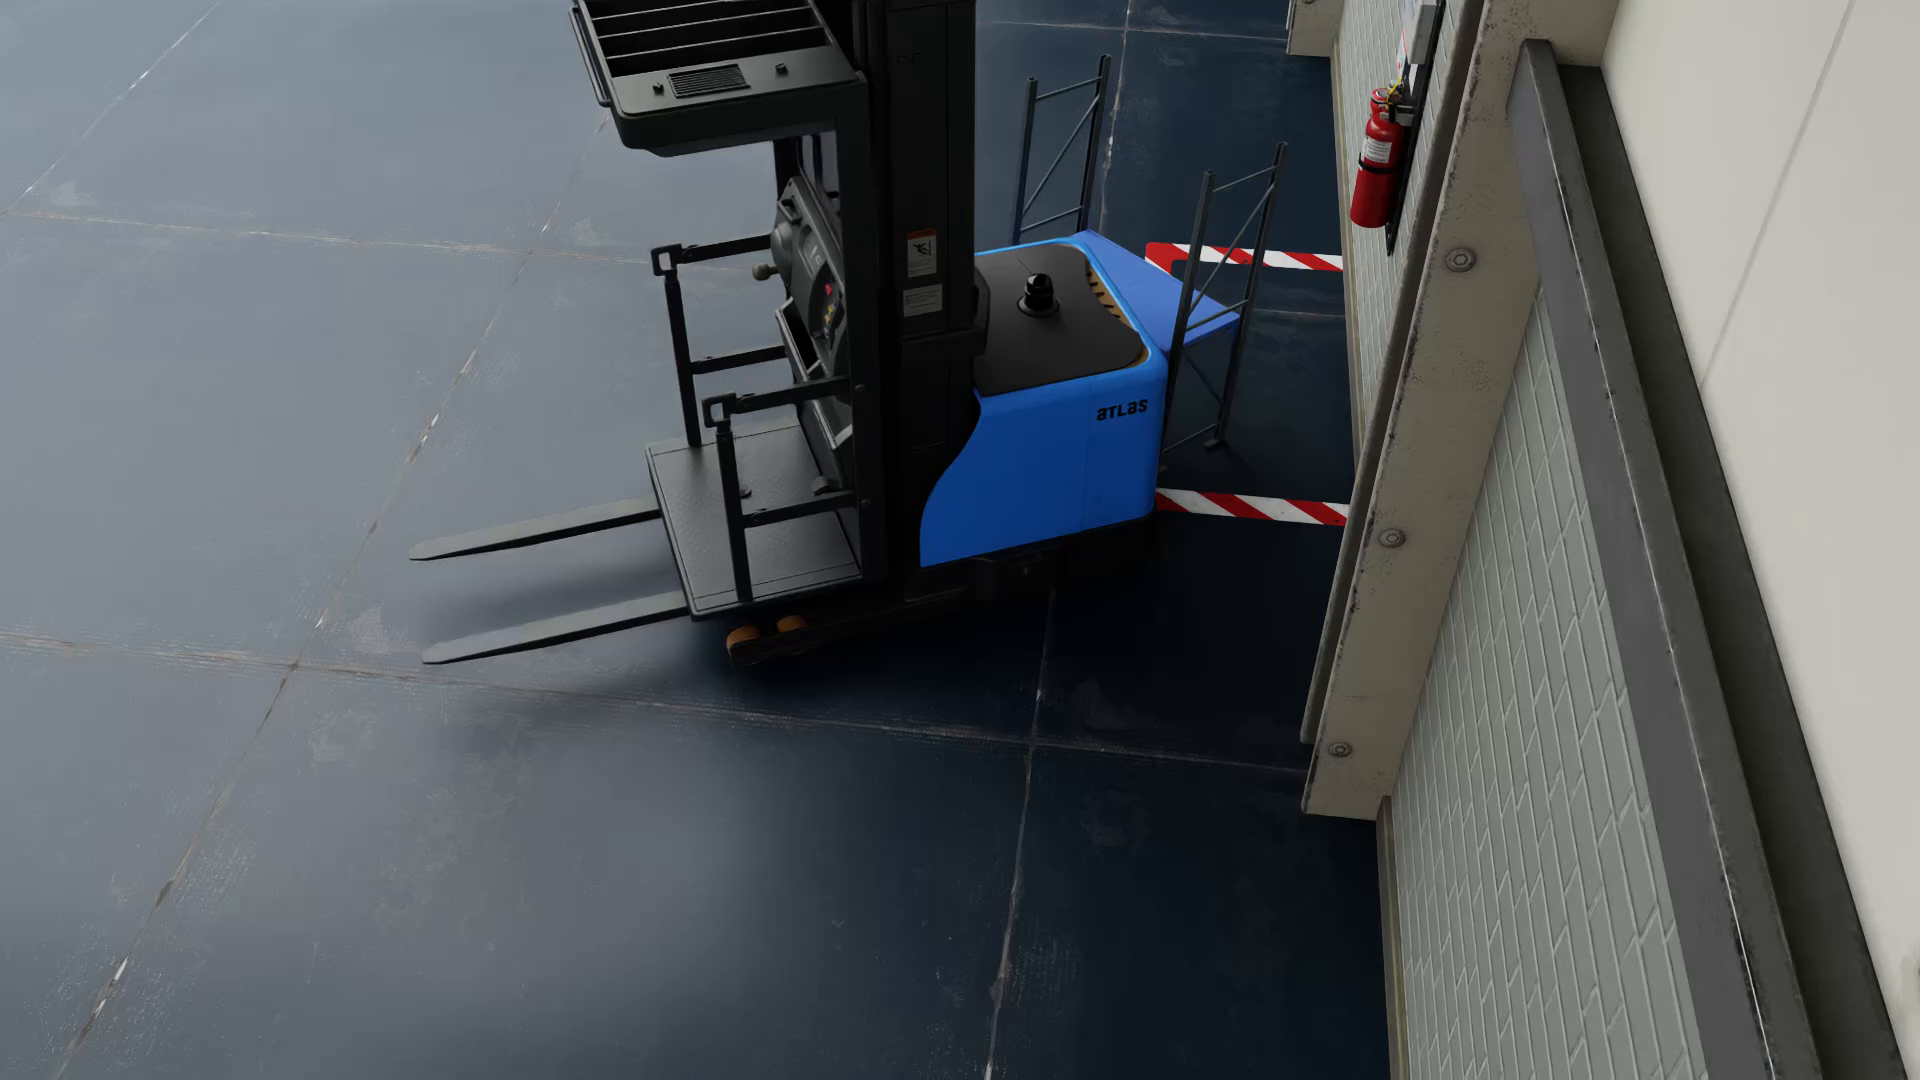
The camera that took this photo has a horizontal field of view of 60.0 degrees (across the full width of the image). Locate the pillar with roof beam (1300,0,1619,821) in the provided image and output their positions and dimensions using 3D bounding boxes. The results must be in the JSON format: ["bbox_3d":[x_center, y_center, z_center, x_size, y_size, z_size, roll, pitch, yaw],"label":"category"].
[{"bbox_3d":[-2.813,-2.764,3.647,9.100,9.000,0.400,5,44,6],"label":"pillar with roof beam"}]

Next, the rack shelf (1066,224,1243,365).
[{"bbox_3d":[0.742,-1.080,7.549,0.538,0.185,1.000,-27,49,-34],"label":"rack shelf"}]

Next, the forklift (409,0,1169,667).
[{"bbox_3d":[-0.746,-0.964,6.159,3.031,2.935,1.130,-13,45,-13],"label":"forklift"}]

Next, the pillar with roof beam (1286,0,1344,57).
[{"bbox_3d":[-2.020,-6.853,7.965,9.100,9.000,0.400,5,44,6],"label":"pillar with roof beam"}]

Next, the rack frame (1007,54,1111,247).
[{"bbox_3d":[0.417,-1.479,7.710,0.500,1.500,0.032,-27,49,-34],"label":"rack frame"}]

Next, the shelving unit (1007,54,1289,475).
[{"bbox_3d":[0.757,-1.219,7.436,0.538,1.500,1.048,-27,49,-34],"label":"shelving unit"}]

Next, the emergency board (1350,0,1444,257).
[{"bbox_3d":[1.818,-1.875,7.071,0.194,1.169,0.643,5,44,6],"label":"emergency board"}]

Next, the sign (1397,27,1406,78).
[{"bbox_3d":[1.994,-2.256,7.447,0.001,0.329,0.234,5,44,6],"label":"sign"}]

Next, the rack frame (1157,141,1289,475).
[{"bbox_3d":[1.096,-0.959,7.161,0.500,1.500,0.032,-27,49,-34],"label":"rack frame"}]
